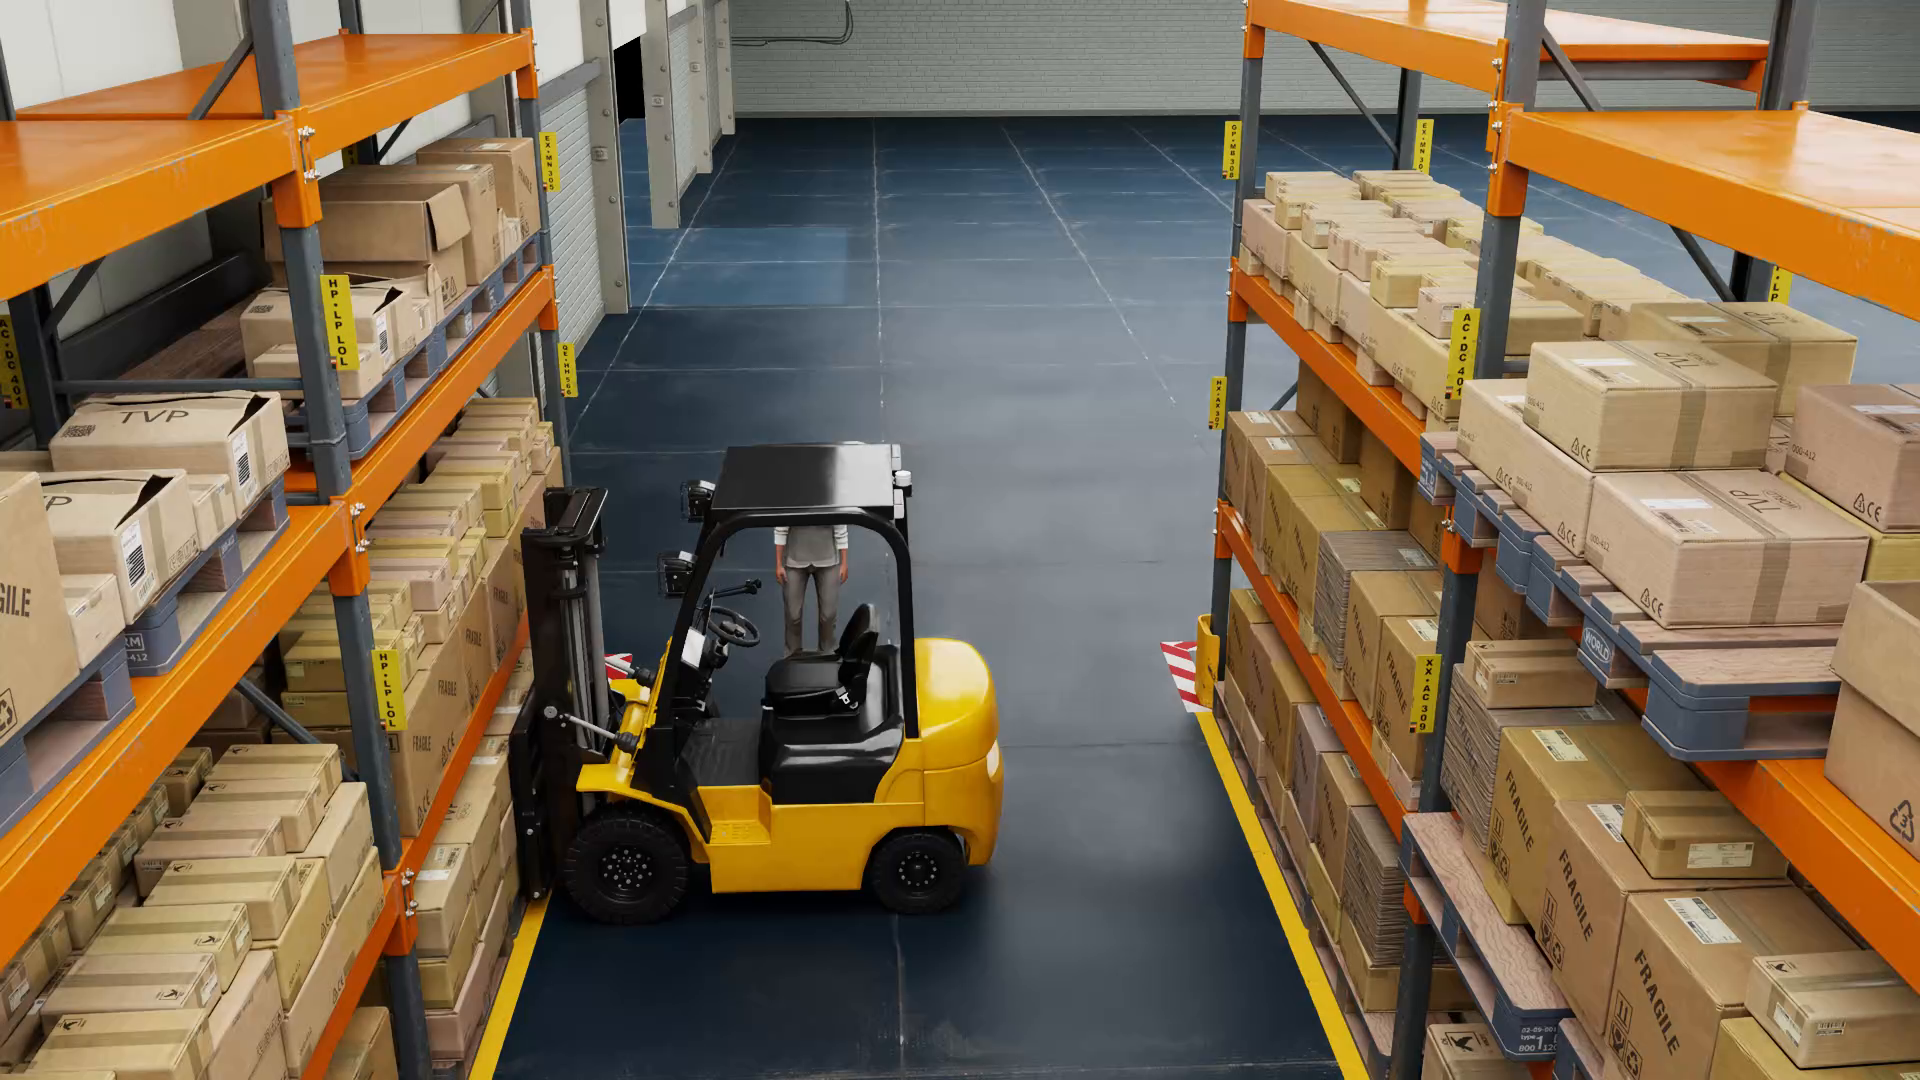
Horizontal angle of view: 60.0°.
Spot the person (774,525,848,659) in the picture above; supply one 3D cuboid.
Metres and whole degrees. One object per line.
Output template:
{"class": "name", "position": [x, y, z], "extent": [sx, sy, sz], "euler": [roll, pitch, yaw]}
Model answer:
{"class": "person", "position": [-0.952, 0.173, 10.636], "extent": [0.480, 1.593, 0.344], "euler": [-2, 21, -5]}
